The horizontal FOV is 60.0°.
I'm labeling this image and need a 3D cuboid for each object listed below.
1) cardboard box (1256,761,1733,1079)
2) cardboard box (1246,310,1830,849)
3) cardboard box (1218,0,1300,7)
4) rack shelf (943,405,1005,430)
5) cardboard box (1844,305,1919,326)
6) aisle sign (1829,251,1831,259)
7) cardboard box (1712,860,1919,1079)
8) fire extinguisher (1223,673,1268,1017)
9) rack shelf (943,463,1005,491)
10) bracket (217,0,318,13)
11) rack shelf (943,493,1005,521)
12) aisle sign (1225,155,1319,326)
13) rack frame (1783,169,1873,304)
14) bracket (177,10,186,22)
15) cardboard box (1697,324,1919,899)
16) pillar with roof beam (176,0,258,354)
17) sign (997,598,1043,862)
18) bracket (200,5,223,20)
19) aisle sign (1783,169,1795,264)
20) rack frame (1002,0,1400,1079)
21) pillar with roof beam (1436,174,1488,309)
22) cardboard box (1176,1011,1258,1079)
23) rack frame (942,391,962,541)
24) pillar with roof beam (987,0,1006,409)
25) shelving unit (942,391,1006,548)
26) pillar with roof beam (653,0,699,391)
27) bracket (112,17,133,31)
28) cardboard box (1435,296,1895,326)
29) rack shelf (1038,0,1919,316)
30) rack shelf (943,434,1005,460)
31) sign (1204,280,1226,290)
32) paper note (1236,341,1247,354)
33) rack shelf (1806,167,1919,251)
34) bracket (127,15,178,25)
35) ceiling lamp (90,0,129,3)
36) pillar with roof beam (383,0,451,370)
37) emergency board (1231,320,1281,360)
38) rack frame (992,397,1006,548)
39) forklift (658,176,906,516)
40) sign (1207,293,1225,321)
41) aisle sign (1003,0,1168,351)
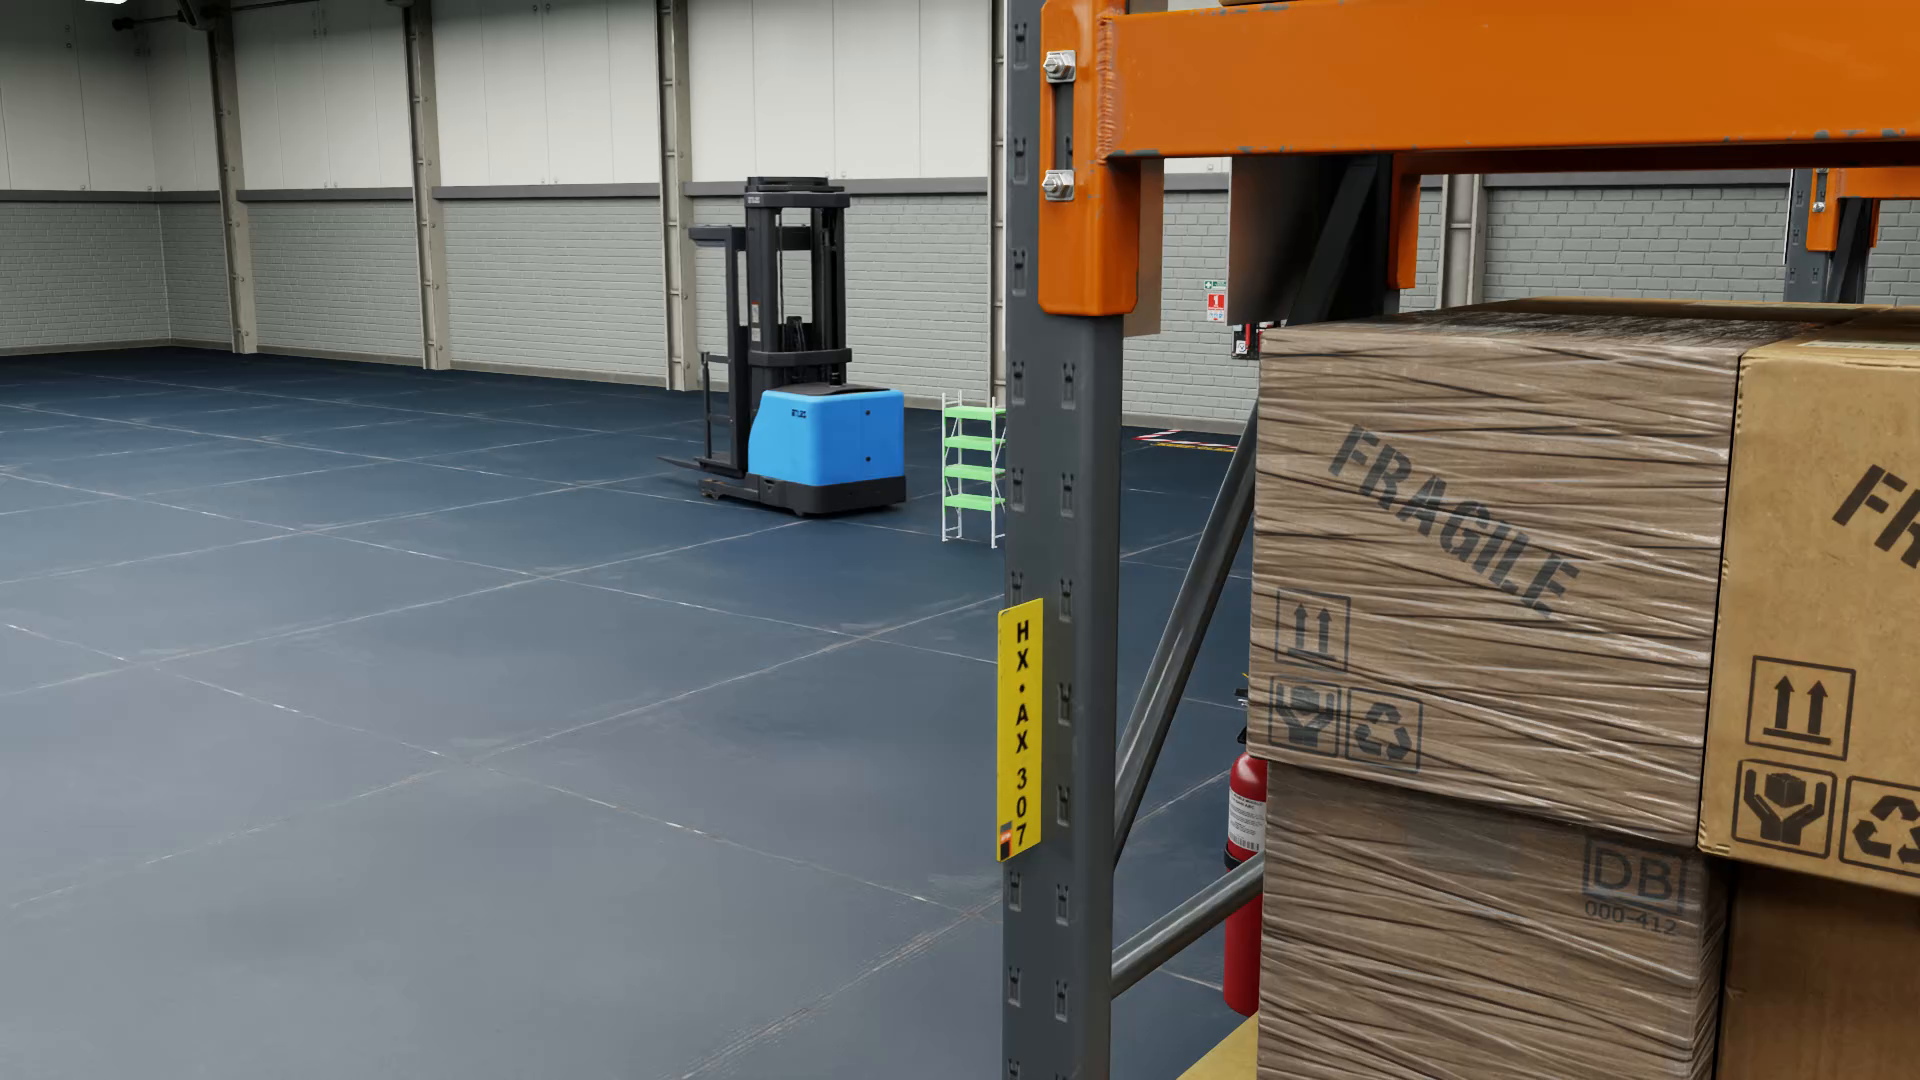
[{"bbox_3d":[0.826,0.453,2.243,0.500,0.500,0.875,8,13,36],"label":"cardboard box"},{"bbox_3d":[0.681,0.000,1.954,0.500,0.500,0.500,8,13,36],"label":"cardboard box"},{"bbox_3d":[0.634,-0.723,1.867,0.500,0.250,0.500,8,14,37],"label":"cardboard box"},{"bbox_3d":[0.133,-0.979,13.240,0.480,0.148,0.258,8,13,36],"label":"rack shelf"},{"bbox_3d":[1.395,-0.024,2.079,0.500,0.500,0.500,8,13,36],"label":"cardboard box"},{"bbox_3d":[3.449,-1.506,6.571,0.004,0.787,0.394,8,13,36],"label":"aisle sign"},{"bbox_3d":[1.300,0.491,2.047,0.500,0.500,0.875,8,13,36],"label":"cardboard box"},{"bbox_3d":[0.580,0.537,3.060,0.183,0.674,0.296,8,13,36],"label":"fire extinguisher"},{"bbox_3d":[0.133,-0.508,13.332,0.480,0.148,0.258,8,13,36],"label":"rack shelf"},{"bbox_3d":[-11.708,-9.441,29.162,4.783,0.066,0.076,8,13,36],"label":"bracket"},{"bbox_3d":[0.133,-0.272,13.377,0.480,0.148,0.258,8,13,36],"label":"rack shelf"},{"bbox_3d":[0.527,-0.747,2.648,0.004,0.787,0.394,8,13,36],"label":"aisle sign"},{"bbox_3d":[3.331,-0.176,6.541,0.127,3.000,1.000,8,13,36],"label":"rack frame"},{"bbox_3d":[-14.454,-9.824,31.141,0.430,0.232,0.235,8,13,36],"label":"bracket"},{"bbox_3d":[1.080,0.057,1.658,0.500,0.500,0.500,8,13,36],"label":"cardboard box"},{"bbox_3d":[-16.457,-7.405,28.116,0.548,9.000,9.100,8,13,36],"label":"pillar with roof beam"},{"bbox_3d":[0.078,0.241,2.110,0.005,0.325,0.100,8,13,36],"label":"sign"},{"bbox_3d":[-13.785,-9.731,30.659,0.430,0.232,0.235,8,13,36],"label":"bracket"},{"bbox_3d":[3.099,-1.415,6.104,0.004,0.787,0.394,8,13,36],"label":"aisle sign"},{"bbox_3d":[0.397,0.583,2.619,0.053,2.616,0.949,8,13,36],"label":"rack frame"},{"bbox_3d":[2.887,-4.707,14.169,0.400,9.000,9.100,8,13,36],"label":"pillar with roof beam"},{"bbox_3d":[0.488,0.774,2.291,0.250,0.149,0.380,8,13,36],"label":"cardboard box"},{"bbox_3d":[-0.063,-0.598,13.461,0.015,1.200,0.240,8,13,36],"label":"rack frame"},{"bbox_3d":[-1.949,-5.382,17.656,0.400,9.000,9.100,8,13,36],"label":"pillar with roof beam"},{"bbox_3d":[0.133,-0.570,13.320,0.503,1.200,0.258,8,13,36],"label":"shelving unit"},{"bbox_3d":[-6.785,-6.056,21.142,0.400,9.000,9.100,8,13,36],"label":"pillar with roof beam"},{"bbox_3d":[-16.364,-10.090,32.518,0.430,0.232,0.235,8,13,36],"label":"bracket"},{"bbox_3d":[0.989,-0.080,2.365,0.500,0.500,0.500,8,13,36],"label":"cardboard box"},{"bbox_3d":[2.011,-0.312,1.243,4.000,0.370,1.077,8,13,36],"label":"rack shelf"},{"bbox_3d":[0.133,-0.743,13.286,0.480,0.148,0.258,8,13,36],"label":"rack shelf"},{"bbox_3d":[3.080,-3.058,19.951,0.331,0.109,0.001,8,13,36],"label":"sign"},{"bbox_3d":[3.364,-2.302,19.853,0.142,0.148,0.016,8,13,36],"label":"paper note"},{"bbox_3d":[4.943,-1.070,5.162,4.000,0.370,1.077,8,13,36],"label":"rack shelf"},{"bbox_3d":[-15.888,-10.024,32.175,3.189,0.066,0.076,8,13,36],"label":"bracket"},{"bbox_3d":[-13.731,-9.736,24.797,0.800,3.185,2.000,8,13,36],"label":"ceiling lamp"},{"bbox_3d":[-11.621,-6.731,24.629,0.548,9.000,9.100,8,13,36],"label":"pillar with roof beam"},{"bbox_3d":[3.466,-2.704,19.612,0.643,1.169,0.194,8,13,36],"label":"emergency board"},{"bbox_3d":[0.330,-0.543,13.178,0.015,1.200,0.240,8,13,36],"label":"rack frame"},{"bbox_3d":[-1.810,-1.873,15.493,1.130,2.935,3.031,-9,14,-39],"label":"forklift"},{"bbox_3d":[3.081,-2.800,20.011,0.234,0.329,0.001,8,13,36],"label":"sign"},{"bbox_3d":[0.172,-0.655,2.173,0.004,0.787,0.394,8,13,36],"label":"aisle sign"}]
